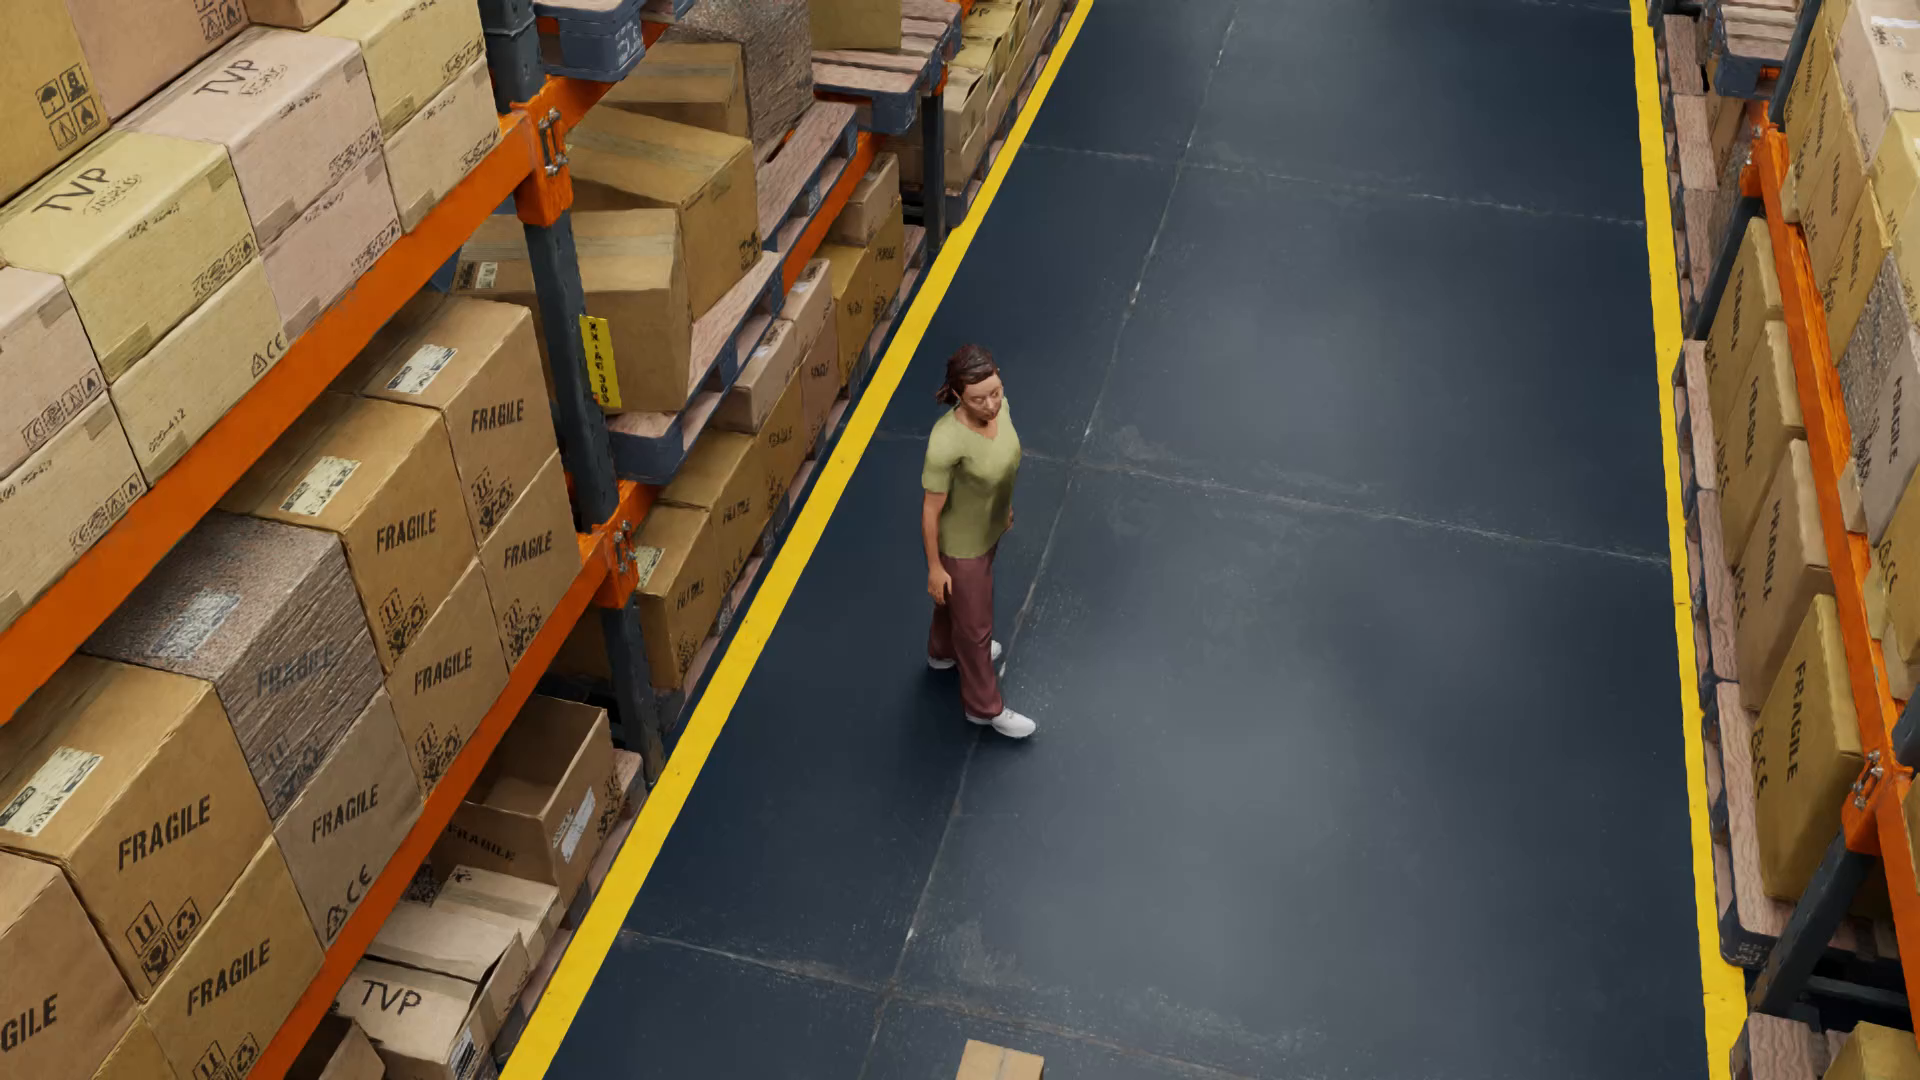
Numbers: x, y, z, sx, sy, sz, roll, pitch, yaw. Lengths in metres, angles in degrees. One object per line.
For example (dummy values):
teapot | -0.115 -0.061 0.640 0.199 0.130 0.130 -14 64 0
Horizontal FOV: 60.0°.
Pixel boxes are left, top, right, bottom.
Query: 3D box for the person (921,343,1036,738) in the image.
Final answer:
person | 0.080 0.004 6.120 0.578 1.666 0.562 18 44 20
